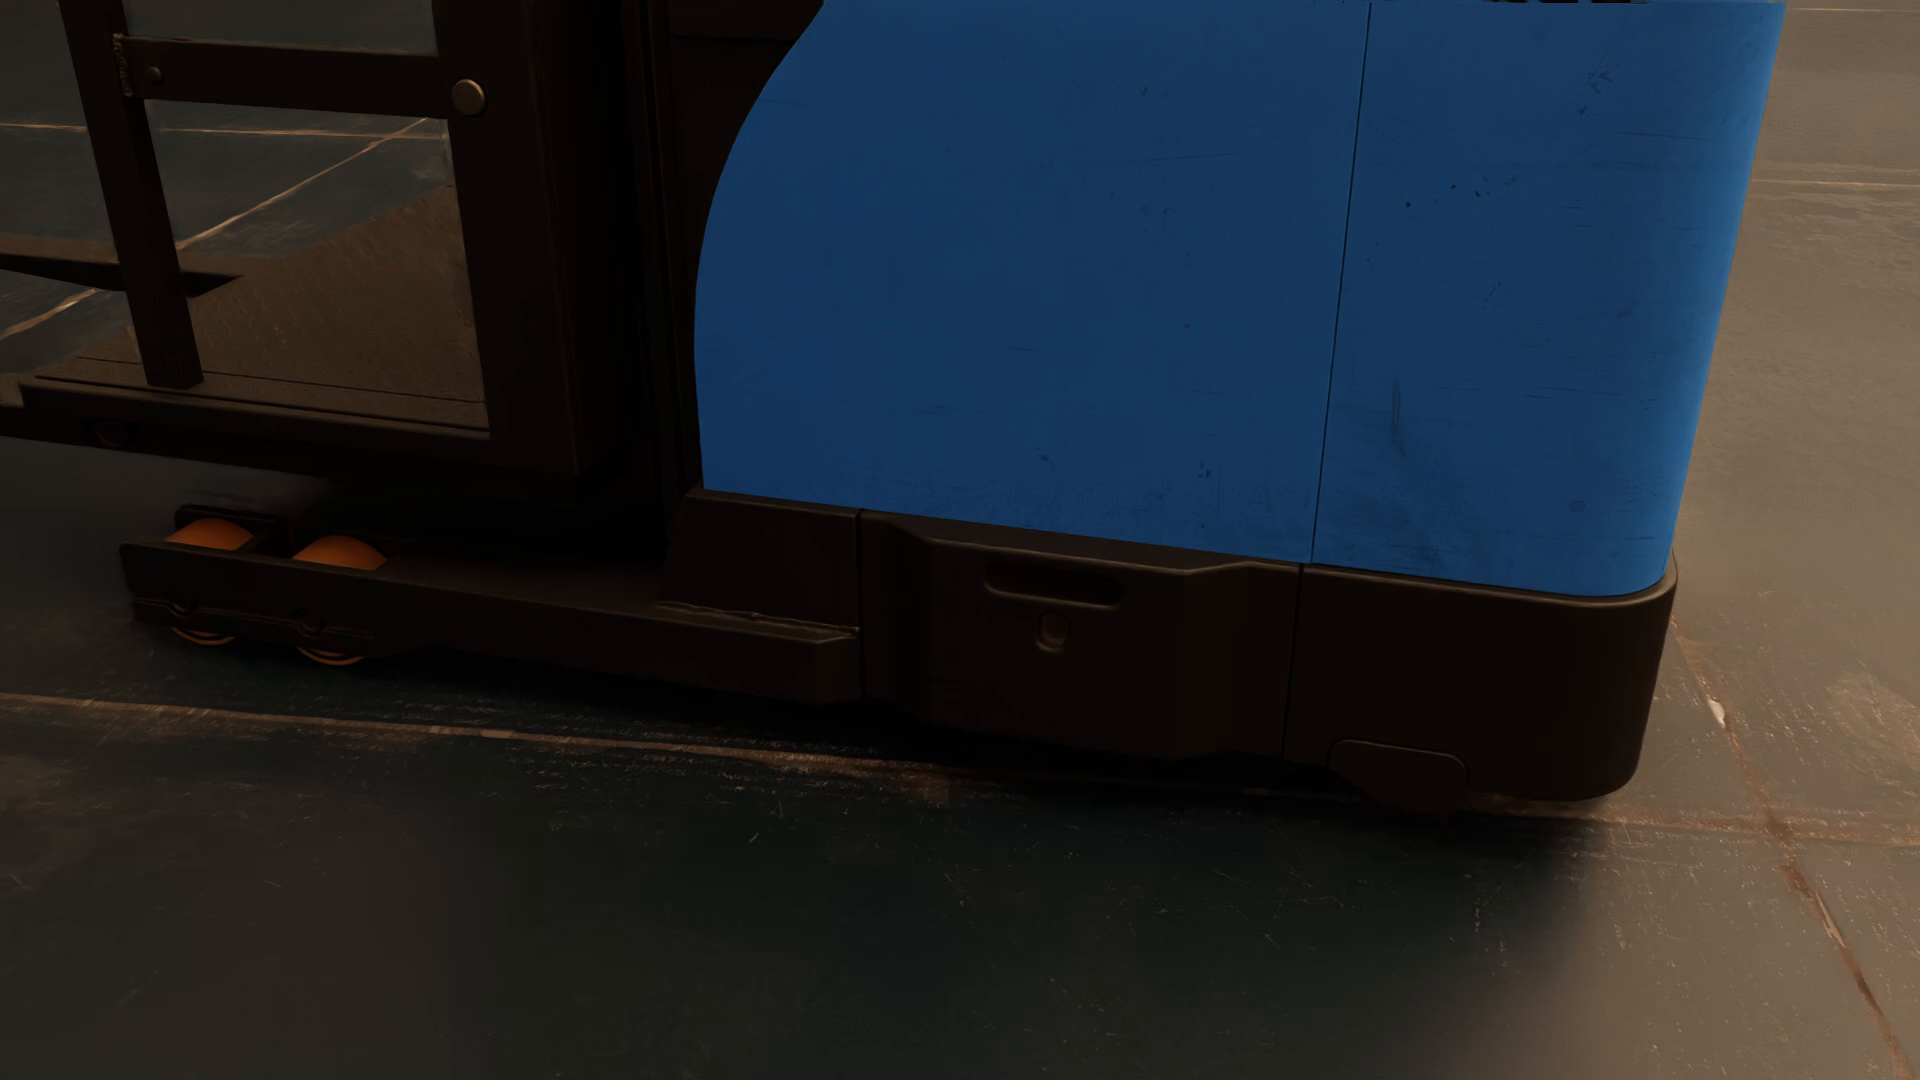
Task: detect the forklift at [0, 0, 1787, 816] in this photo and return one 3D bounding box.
[{"bbox_3d":[-0.593,-1.365,1.953,3.031,2.935,1.130,7,27,14],"label":"forklift"}]
